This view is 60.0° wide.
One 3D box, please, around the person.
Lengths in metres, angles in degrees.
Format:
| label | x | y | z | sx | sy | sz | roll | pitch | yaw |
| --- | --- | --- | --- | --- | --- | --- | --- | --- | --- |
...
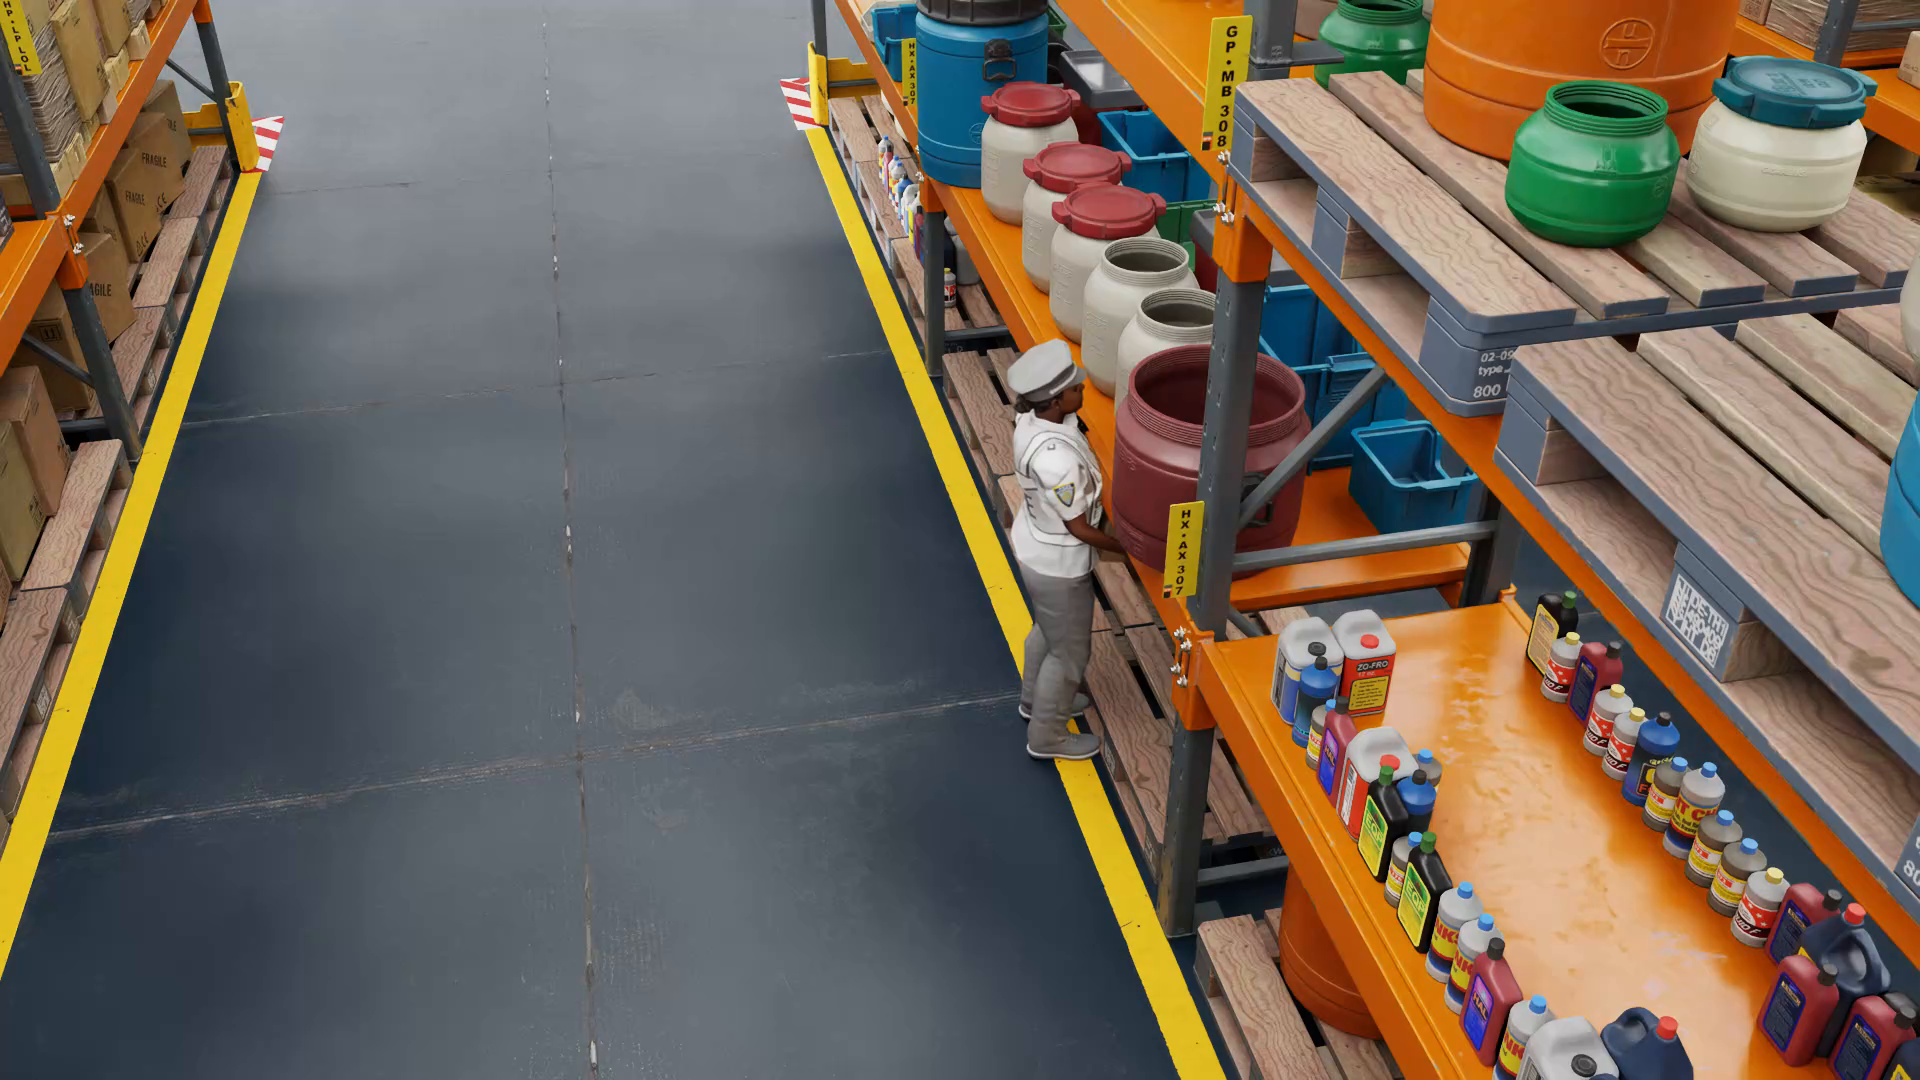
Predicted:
| label | x | y | z | sx | sy | sz | roll | pitch | yaw |
| --- | --- | --- | --- | --- | --- | --- | --- | --- | --- |
| person | 0.429 | 0.046 | 6.050 | 0.532 | 1.690 | 0.450 | -4 | 35 | -6 |
